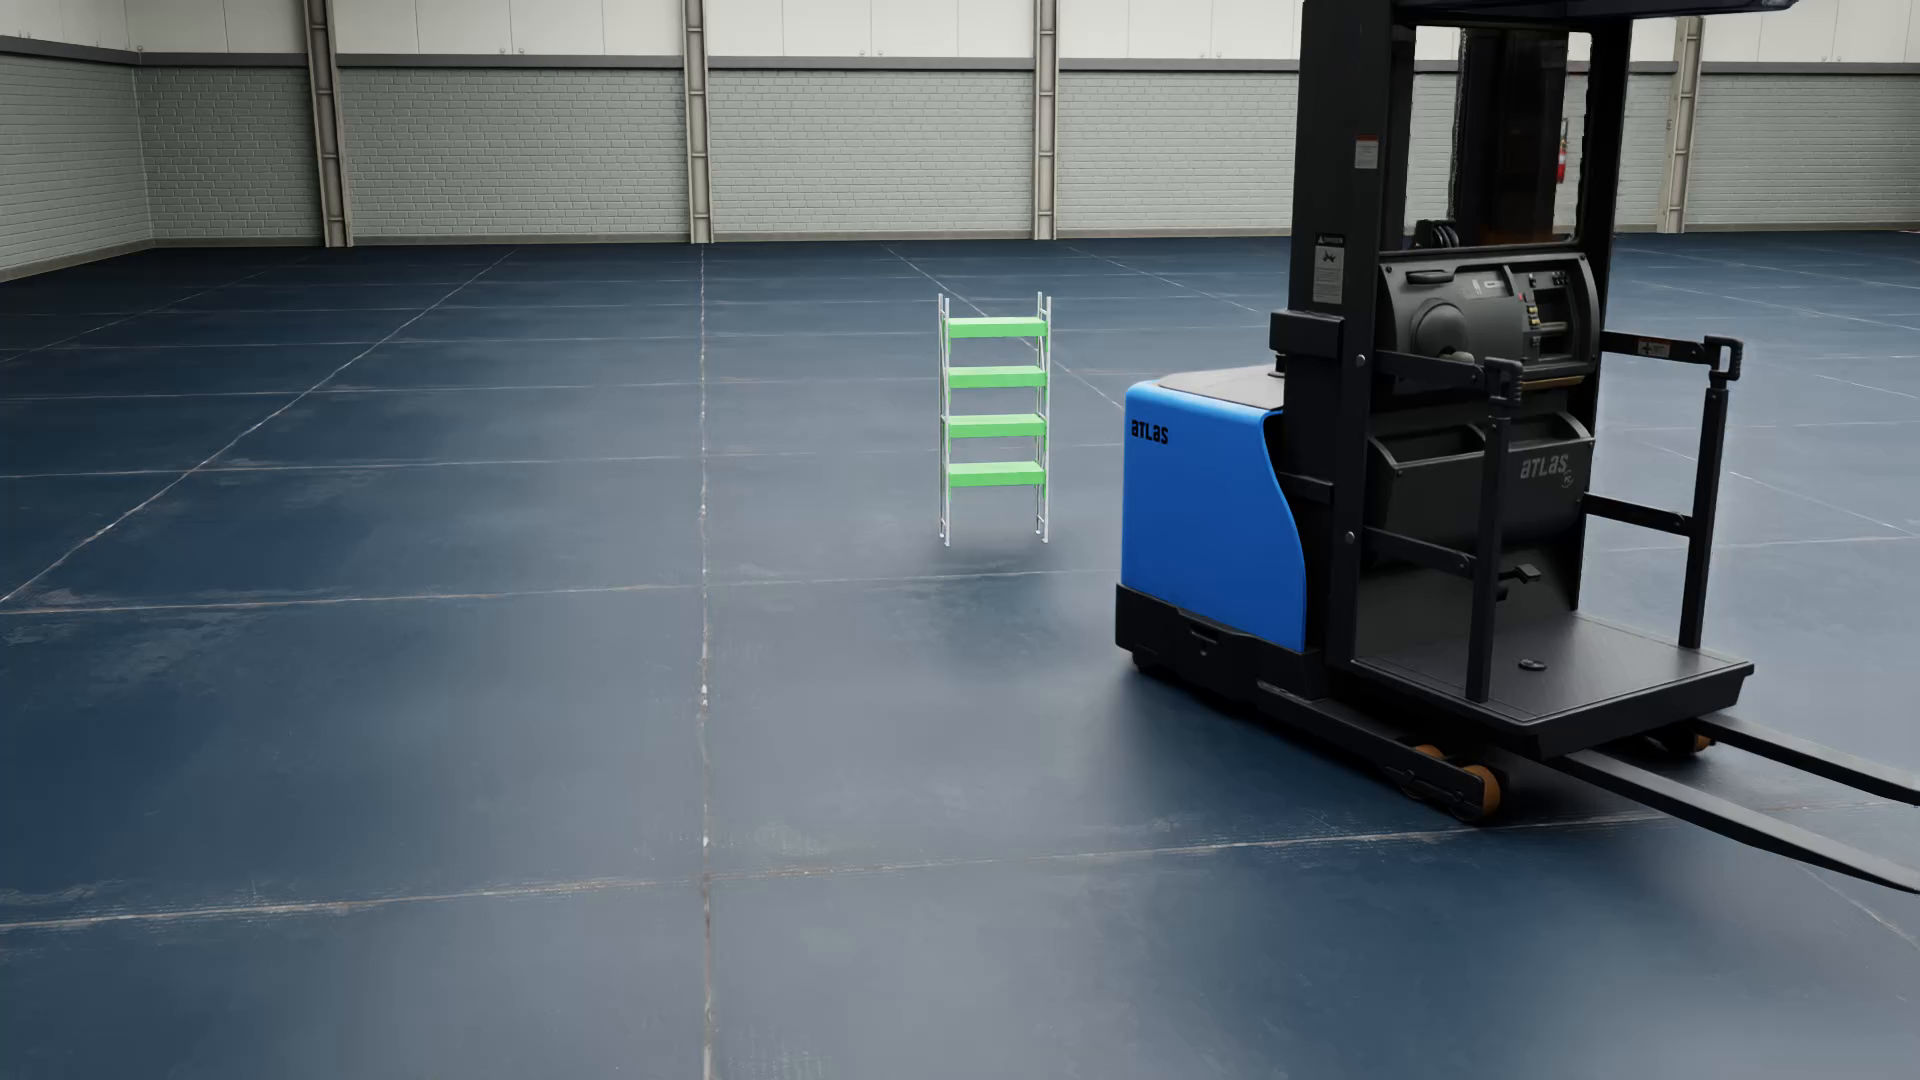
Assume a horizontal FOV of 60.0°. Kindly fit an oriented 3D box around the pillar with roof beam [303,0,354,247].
[{"bbox_3d":[-9.736,-8.245,22.598,0.400,9.000,9.100,-2,14,-8],"label":"pillar with roof beam"}]

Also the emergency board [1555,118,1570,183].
[{"bbox_3d":[10.906,-7.160,30.604,0.643,1.169,0.194,-2,14,-8],"label":"emergency board"}]

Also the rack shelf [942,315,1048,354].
[{"bbox_3d":[0.164,-0.992,7.999,0.480,0.148,0.258,-2,14,-8],"label":"rack shelf"}]

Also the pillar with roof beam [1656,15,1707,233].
[{"bbox_3d":[13.997,-9.114,26.066,0.400,9.000,9.100,-2,14,-8],"label":"pillar with roof beam"}]

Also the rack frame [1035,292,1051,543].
[{"bbox_3d":[0.405,-0.597,8.135,0.015,1.200,0.240,-2,14,-8],"label":"rack frame"}]

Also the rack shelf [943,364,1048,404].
[{"bbox_3d":[0.164,-0.759,8.057,0.480,0.148,0.258,-2,14,-8],"label":"rack shelf"}]

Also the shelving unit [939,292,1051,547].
[{"bbox_3d":[0.164,-0.588,8.100,0.503,1.200,0.258,-2,14,-8],"label":"shelving unit"}]

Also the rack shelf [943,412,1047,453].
[{"bbox_3d":[0.164,-0.526,8.115,0.480,0.148,0.258,-2,14,-8],"label":"rack shelf"}]

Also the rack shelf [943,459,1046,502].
[{"bbox_3d":[0.164,-0.293,8.174,0.480,0.148,0.258,-2,14,-8],"label":"rack shelf"}]

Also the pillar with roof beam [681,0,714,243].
[{"bbox_3d":[-3.803,-8.462,23.465,0.400,9.000,9.100,-2,14,-8],"label":"pillar with roof beam"}]

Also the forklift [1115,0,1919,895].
[{"bbox_3d":[1.792,-0.720,5.066,1.130,2.935,3.031,-9,16,-31],"label":"forklift"}]

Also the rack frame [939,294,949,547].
[{"bbox_3d":[-0.078,-0.579,8.065,0.015,1.200,0.240,-2,14,-8],"label":"rack frame"}]

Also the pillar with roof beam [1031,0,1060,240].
[{"bbox_3d":[2.130,-8.680,24.332,0.400,9.000,9.100,-2,14,-8],"label":"pillar with roof beam"}]
